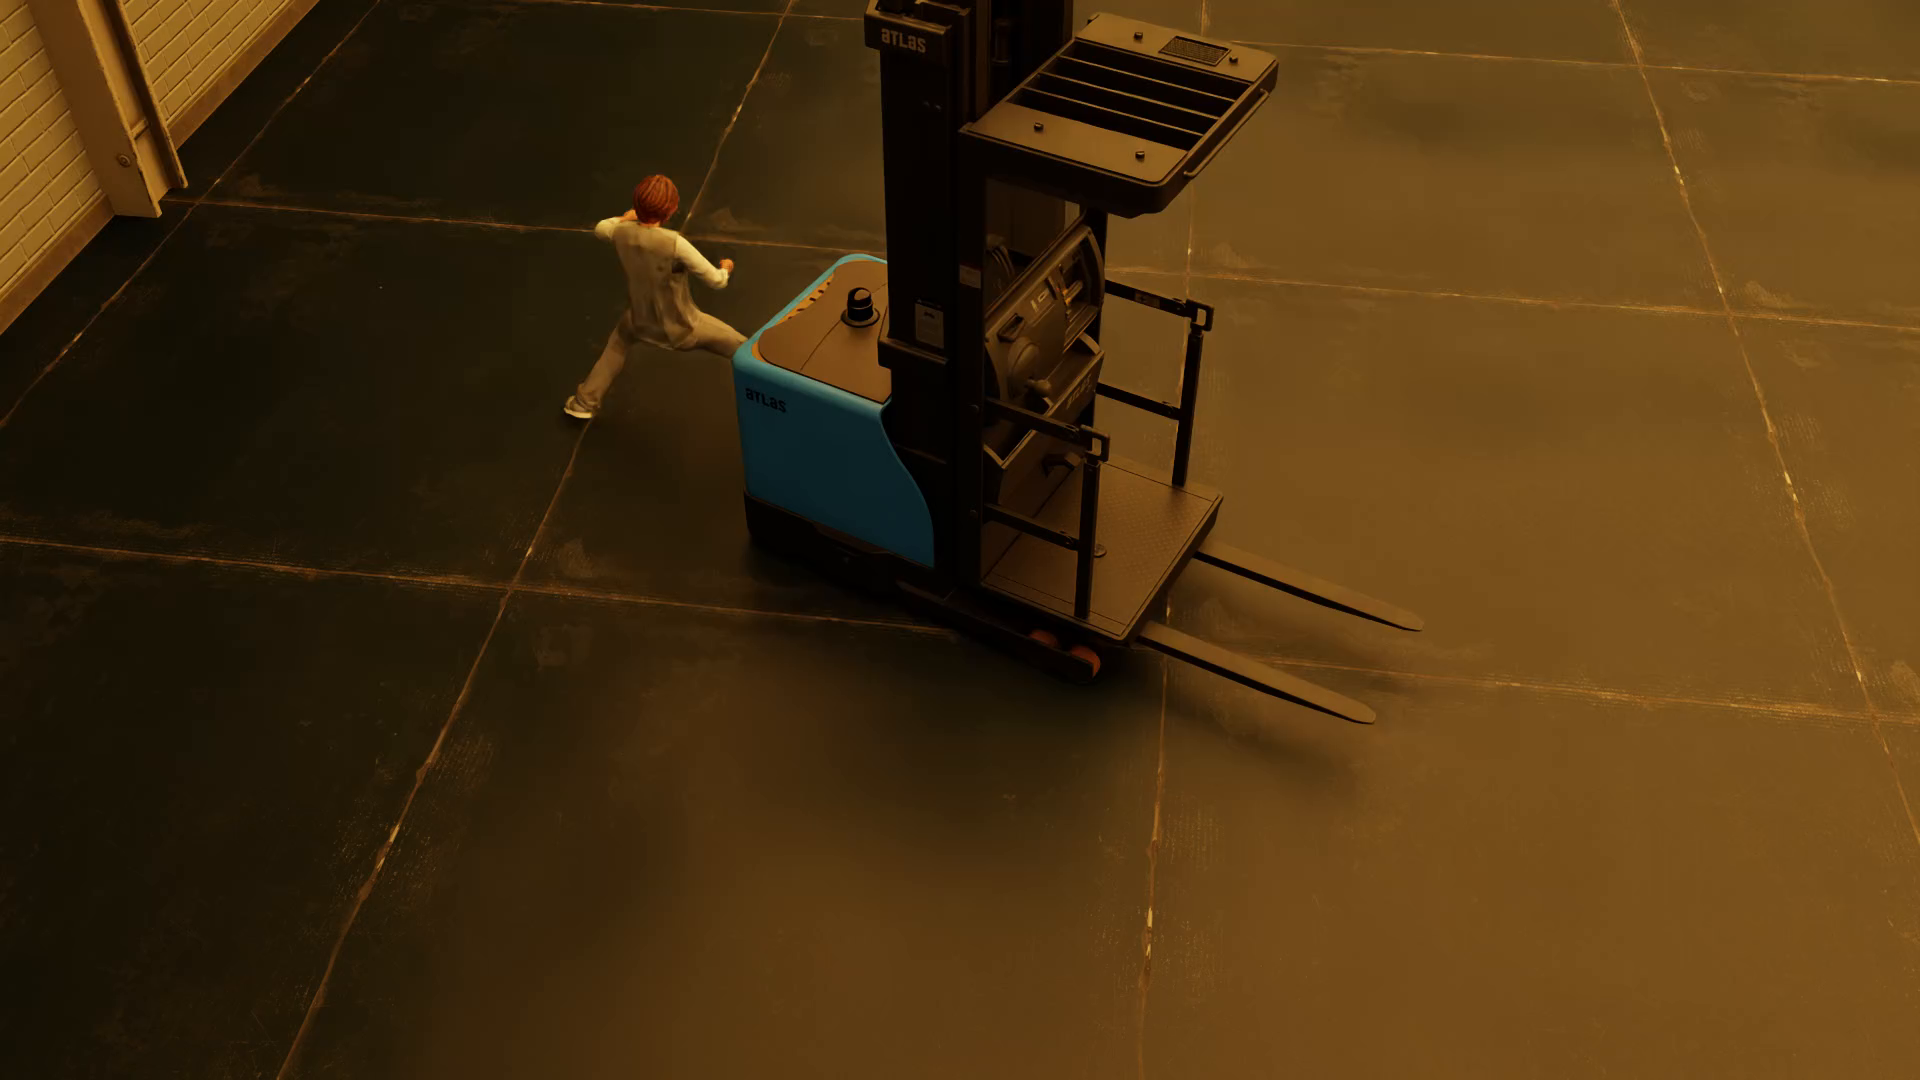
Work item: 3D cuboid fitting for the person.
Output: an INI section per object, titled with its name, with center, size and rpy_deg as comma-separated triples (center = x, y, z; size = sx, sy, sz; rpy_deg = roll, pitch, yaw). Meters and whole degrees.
[person]
center = -1.417, -1.185, 8.155
size = 1.132, 1.386, 0.778
rpy_deg = 17, 45, 17

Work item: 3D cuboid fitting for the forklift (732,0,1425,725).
[forklift]
center = 0.529, -0.874, 6.675
size = 3.031, 2.935, 1.130
rpy_deg = 21, 47, 22
